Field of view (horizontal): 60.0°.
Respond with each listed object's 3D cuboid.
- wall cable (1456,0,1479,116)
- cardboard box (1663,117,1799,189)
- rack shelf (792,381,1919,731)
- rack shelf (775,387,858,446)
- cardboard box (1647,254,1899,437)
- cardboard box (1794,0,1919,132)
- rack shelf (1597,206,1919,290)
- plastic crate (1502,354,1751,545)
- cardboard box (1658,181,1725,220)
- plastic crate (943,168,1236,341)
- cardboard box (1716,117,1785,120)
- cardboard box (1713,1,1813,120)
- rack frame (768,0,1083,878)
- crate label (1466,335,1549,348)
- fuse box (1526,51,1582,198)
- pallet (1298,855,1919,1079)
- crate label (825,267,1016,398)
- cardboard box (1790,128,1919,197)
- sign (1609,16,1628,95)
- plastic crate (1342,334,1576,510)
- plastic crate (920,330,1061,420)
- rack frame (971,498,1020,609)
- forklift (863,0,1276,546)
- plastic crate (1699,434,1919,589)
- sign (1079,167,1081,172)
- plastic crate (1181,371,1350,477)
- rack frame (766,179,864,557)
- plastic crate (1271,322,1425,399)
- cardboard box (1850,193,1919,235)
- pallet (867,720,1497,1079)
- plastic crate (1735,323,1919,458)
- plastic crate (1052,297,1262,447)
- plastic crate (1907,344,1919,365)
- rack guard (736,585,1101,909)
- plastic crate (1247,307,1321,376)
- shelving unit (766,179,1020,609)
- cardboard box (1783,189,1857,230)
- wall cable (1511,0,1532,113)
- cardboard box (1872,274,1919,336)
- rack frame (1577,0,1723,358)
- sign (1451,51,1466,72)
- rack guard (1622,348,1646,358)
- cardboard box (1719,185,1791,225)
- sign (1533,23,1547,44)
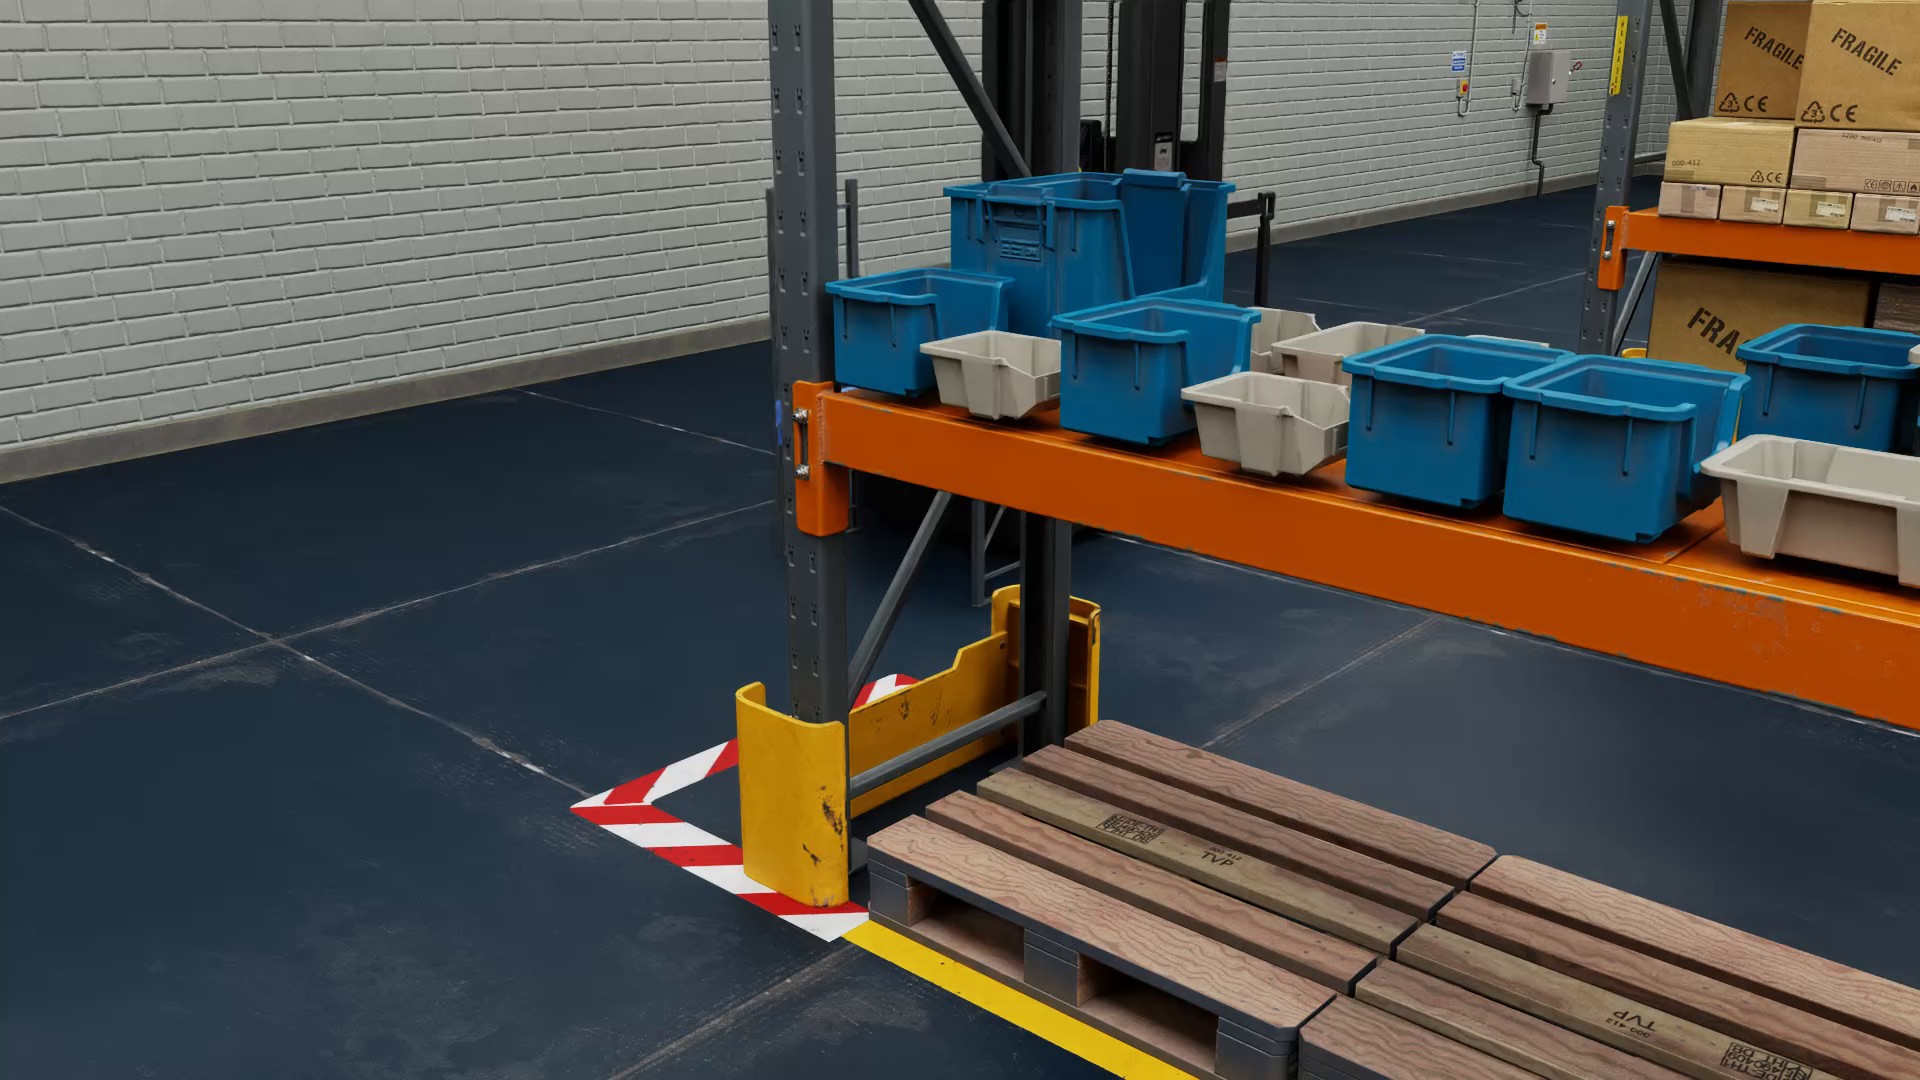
[{"bbox_3d":[5.579,-5.646,18.213,0.123,1.953,0.585,15,23,39],"label":"wall cable"},{"bbox_3d":[3.413,-1.691,7.238,0.500,0.250,0.500,14,23,38],"label":"cardboard box"},{"bbox_3d":[1.442,0.087,3.069,4.000,0.370,1.077,15,23,39],"label":"rack shelf"},{"bbox_3d":[-0.189,-0.440,6.614,1.000,0.185,0.538,14,22,36],"label":"rack shelf"},{"bbox_3d":[3.765,-0.855,7.666,0.875,0.875,0.875,15,23,39],"label":"cardboard box"},{"bbox_3d":[3.787,-1.948,6.808,0.500,0.500,0.500,14,23,38],"label":"cardboard box"},{"bbox_3d":[4.730,-1.034,6.600,4.000,0.370,1.077,15,23,39],"label":"rack shelf"},{"bbox_3d":[1.121,-0.158,2.828,0.300,0.233,0.416,15,23,39],"label":"plastic crate"},{"bbox_3d":[3.280,-1.513,7.334,0.250,0.149,0.380,15,23,40],"label":"cardboard box"},{"bbox_3d":[0.320,-0.678,4.132,0.499,0.435,0.616,15,23,39],"label":"plastic crate"},{"bbox_3d":[3.772,-1.811,7.616,0.500,0.250,0.500,15,23,38],"label":"cardboard box"},{"bbox_3d":[3.773,-2.168,7.500,0.500,0.500,0.500,15,23,40],"label":"cardboard box"},{"bbox_3d":[-0.054,-0.658,4.225,0.127,3.000,1.000,15,23,39],"label":"rack frame"},{"bbox_3d":[1.108,-0.326,3.517,0.243,0.136,0.396,15,23,39],"label":"crate label"},{"bbox_3d":[7.082,-4.979,19.972,0.414,1.711,0.539,15,23,39],"label":"fuse box"},{"bbox_3d":[1.445,1.091,3.326,1.213,0.211,1.003,15,23,39],"label":"pallet"},{"bbox_3d":[-0.088,-0.482,3.851,0.303,0.233,0.416,15,23,39],"label":"crate label"},{"bbox_3d":[3.807,-1.588,6.914,0.500,0.250,0.500,15,23,39],"label":"cardboard box"},{"bbox_3d":[2.861,-2.104,7.221,0.005,0.325,0.100,15,23,39],"label":"sign"},{"bbox_3d":[0.897,-0.218,3.018,0.300,0.233,0.416,15,23,39],"label":"plastic crate"},{"bbox_3d":[0.097,-0.353,3.603,0.298,0.136,0.250,15,23,39],"label":"plastic crate"},{"bbox_3d":[0.209,-0.516,6.258,0.032,1.500,0.500,14,22,36],"label":"rack frame"},{"bbox_3d":[0.866,-1.739,7.745,1.130,2.935,3.031,15,23,38],"label":"forklift"},{"bbox_3d":[1.436,-0.039,2.613,0.466,0.136,0.293,15,23,39],"label":"plastic crate"},{"bbox_3d":[0.299,-0.863,4.603,0.005,0.325,0.100,15,23,39],"label":"sign"},{"bbox_3d":[0.605,-0.217,3.174,0.298,0.136,0.250,15,23,39],"label":"plastic crate"},{"bbox_3d":[-0.587,-0.707,6.861,0.032,1.500,0.500,14,22,36],"label":"rack frame"},{"bbox_3d":[0.883,-0.376,3.676,0.243,0.136,0.396,15,23,39],"label":"plastic crate"},{"bbox_3d":[3.861,-1.358,6.847,0.250,0.149,0.380,15,23,38],"label":"cardboard box"},{"bbox_3d":[0.537,0.846,4.098,1.213,0.211,1.003,15,23,39],"label":"pallet"},{"bbox_3d":[1.652,-0.252,3.125,0.300,0.233,0.416,15,23,39],"label":"plastic crate"},{"bbox_3d":[0.405,-0.350,3.434,0.300,0.233,0.416,15,23,39],"label":"plastic crate"},{"bbox_3d":[1.918,-0.175,2.801,0.530,0.282,0.437,15,23,39],"label":"plastic crate"},{"bbox_3d":[-0.081,0.532,4.609,0.348,0.500,1.175,15,23,39],"label":"rack guard"},{"bbox_3d":[0.676,-0.438,3.869,0.243,0.136,0.396,15,23,39],"label":"plastic crate"},{"bbox_3d":[-0.189,-0.612,6.559,1.048,1.500,0.538,14,22,36],"label":"shelving unit"},{"bbox_3d":[3.665,-1.410,7.011,0.250,0.149,0.380,14,23,38],"label":"cardboard box"},{"bbox_3d":[6.511,-5.955,19.237,0.122,1.984,0.588,15,23,39],"label":"wall cable"},{"bbox_3d":[4.446,-0.673,7.090,0.875,0.875,0.875,15,23,39],"label":"cardboard box"},{"bbox_3d":[3.234,-1.778,7.756,0.127,3.000,1.000,15,23,39],"label":"rack frame"},{"bbox_3d":[5.501,-5.277,18.335,0.001,0.218,0.327,15,23,39],"label":"sign"},{"bbox_3d":[3.216,-0.592,8.149,0.348,0.500,1.175,15,23,39],"label":"rack guard"},{"bbox_3d":[3.473,-1.461,7.173,0.250,0.149,0.380,15,23,38],"label":"cardboard box"},{"bbox_3d":[6.891,-6.016,19.744,0.001,0.242,0.339,15,23,39],"label":"sign"}]
